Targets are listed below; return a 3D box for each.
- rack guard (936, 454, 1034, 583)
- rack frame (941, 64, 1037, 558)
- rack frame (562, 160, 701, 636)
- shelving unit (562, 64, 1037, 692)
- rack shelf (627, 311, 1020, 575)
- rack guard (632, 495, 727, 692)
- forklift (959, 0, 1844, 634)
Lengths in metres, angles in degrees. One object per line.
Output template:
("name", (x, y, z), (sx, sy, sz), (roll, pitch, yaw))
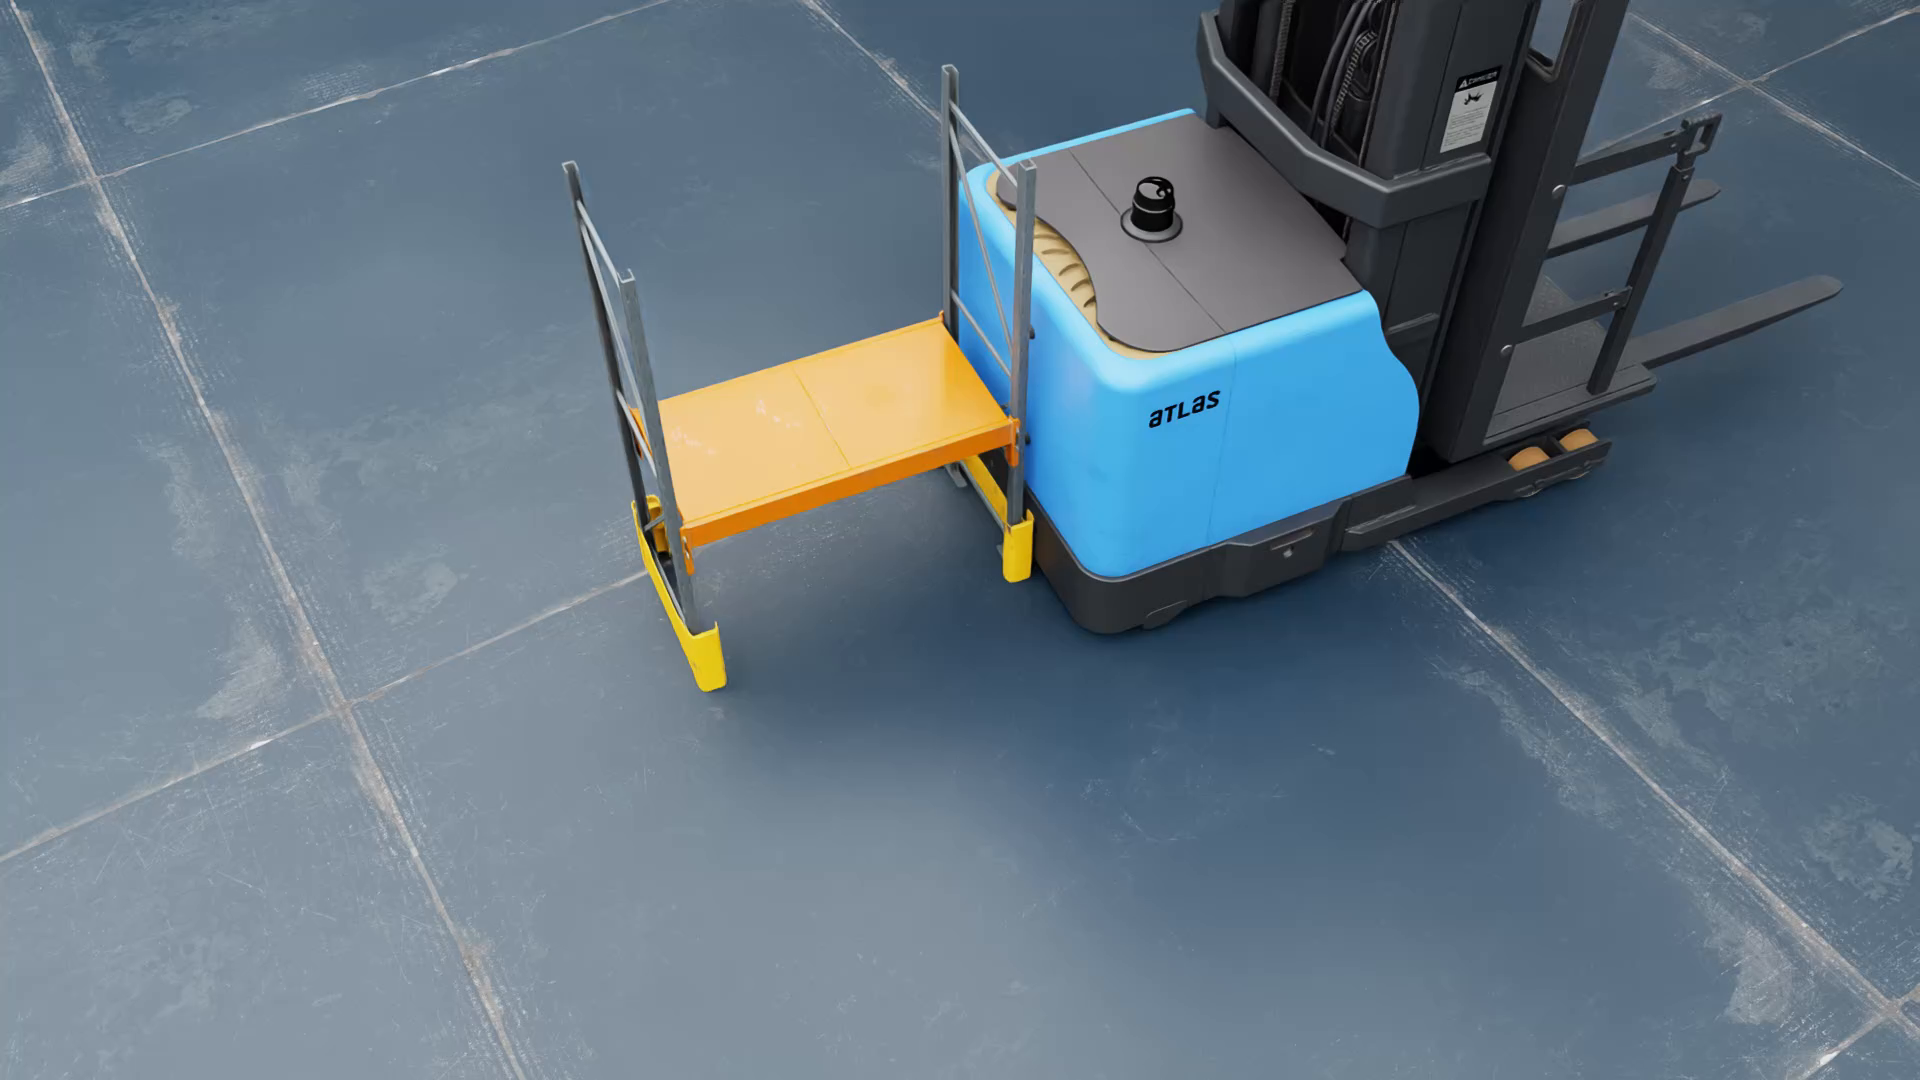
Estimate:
("rack guard", (0.068, -0.158, 5.223), (0.087, 0.250, 0.587), (-19, 51, -16))
("rack frame", (0.069, -0.574, 4.757), (0.032, 1.500, 0.500), (-19, 51, -16))
("rack frame", (-0.854, -0.256, 4.474), (0.032, 1.500, 0.500), (-19, 51, -16))
("shelving unit", (-0.385, -0.418, 4.618), (1.083, 1.500, 0.587), (-19, 51, -16))
("rack shelf", (-0.393, -0.295, 4.750), (1.000, 0.185, 0.538), (-19, 51, -16))
("rack guard", (-0.837, 0.153, 4.946), (0.087, 0.250, 0.587), (-19, 51, -16))
("forklift", (1.536, -1.453, 4.581), (3.031, 2.935, 1.130), (-19, 51, -16))
